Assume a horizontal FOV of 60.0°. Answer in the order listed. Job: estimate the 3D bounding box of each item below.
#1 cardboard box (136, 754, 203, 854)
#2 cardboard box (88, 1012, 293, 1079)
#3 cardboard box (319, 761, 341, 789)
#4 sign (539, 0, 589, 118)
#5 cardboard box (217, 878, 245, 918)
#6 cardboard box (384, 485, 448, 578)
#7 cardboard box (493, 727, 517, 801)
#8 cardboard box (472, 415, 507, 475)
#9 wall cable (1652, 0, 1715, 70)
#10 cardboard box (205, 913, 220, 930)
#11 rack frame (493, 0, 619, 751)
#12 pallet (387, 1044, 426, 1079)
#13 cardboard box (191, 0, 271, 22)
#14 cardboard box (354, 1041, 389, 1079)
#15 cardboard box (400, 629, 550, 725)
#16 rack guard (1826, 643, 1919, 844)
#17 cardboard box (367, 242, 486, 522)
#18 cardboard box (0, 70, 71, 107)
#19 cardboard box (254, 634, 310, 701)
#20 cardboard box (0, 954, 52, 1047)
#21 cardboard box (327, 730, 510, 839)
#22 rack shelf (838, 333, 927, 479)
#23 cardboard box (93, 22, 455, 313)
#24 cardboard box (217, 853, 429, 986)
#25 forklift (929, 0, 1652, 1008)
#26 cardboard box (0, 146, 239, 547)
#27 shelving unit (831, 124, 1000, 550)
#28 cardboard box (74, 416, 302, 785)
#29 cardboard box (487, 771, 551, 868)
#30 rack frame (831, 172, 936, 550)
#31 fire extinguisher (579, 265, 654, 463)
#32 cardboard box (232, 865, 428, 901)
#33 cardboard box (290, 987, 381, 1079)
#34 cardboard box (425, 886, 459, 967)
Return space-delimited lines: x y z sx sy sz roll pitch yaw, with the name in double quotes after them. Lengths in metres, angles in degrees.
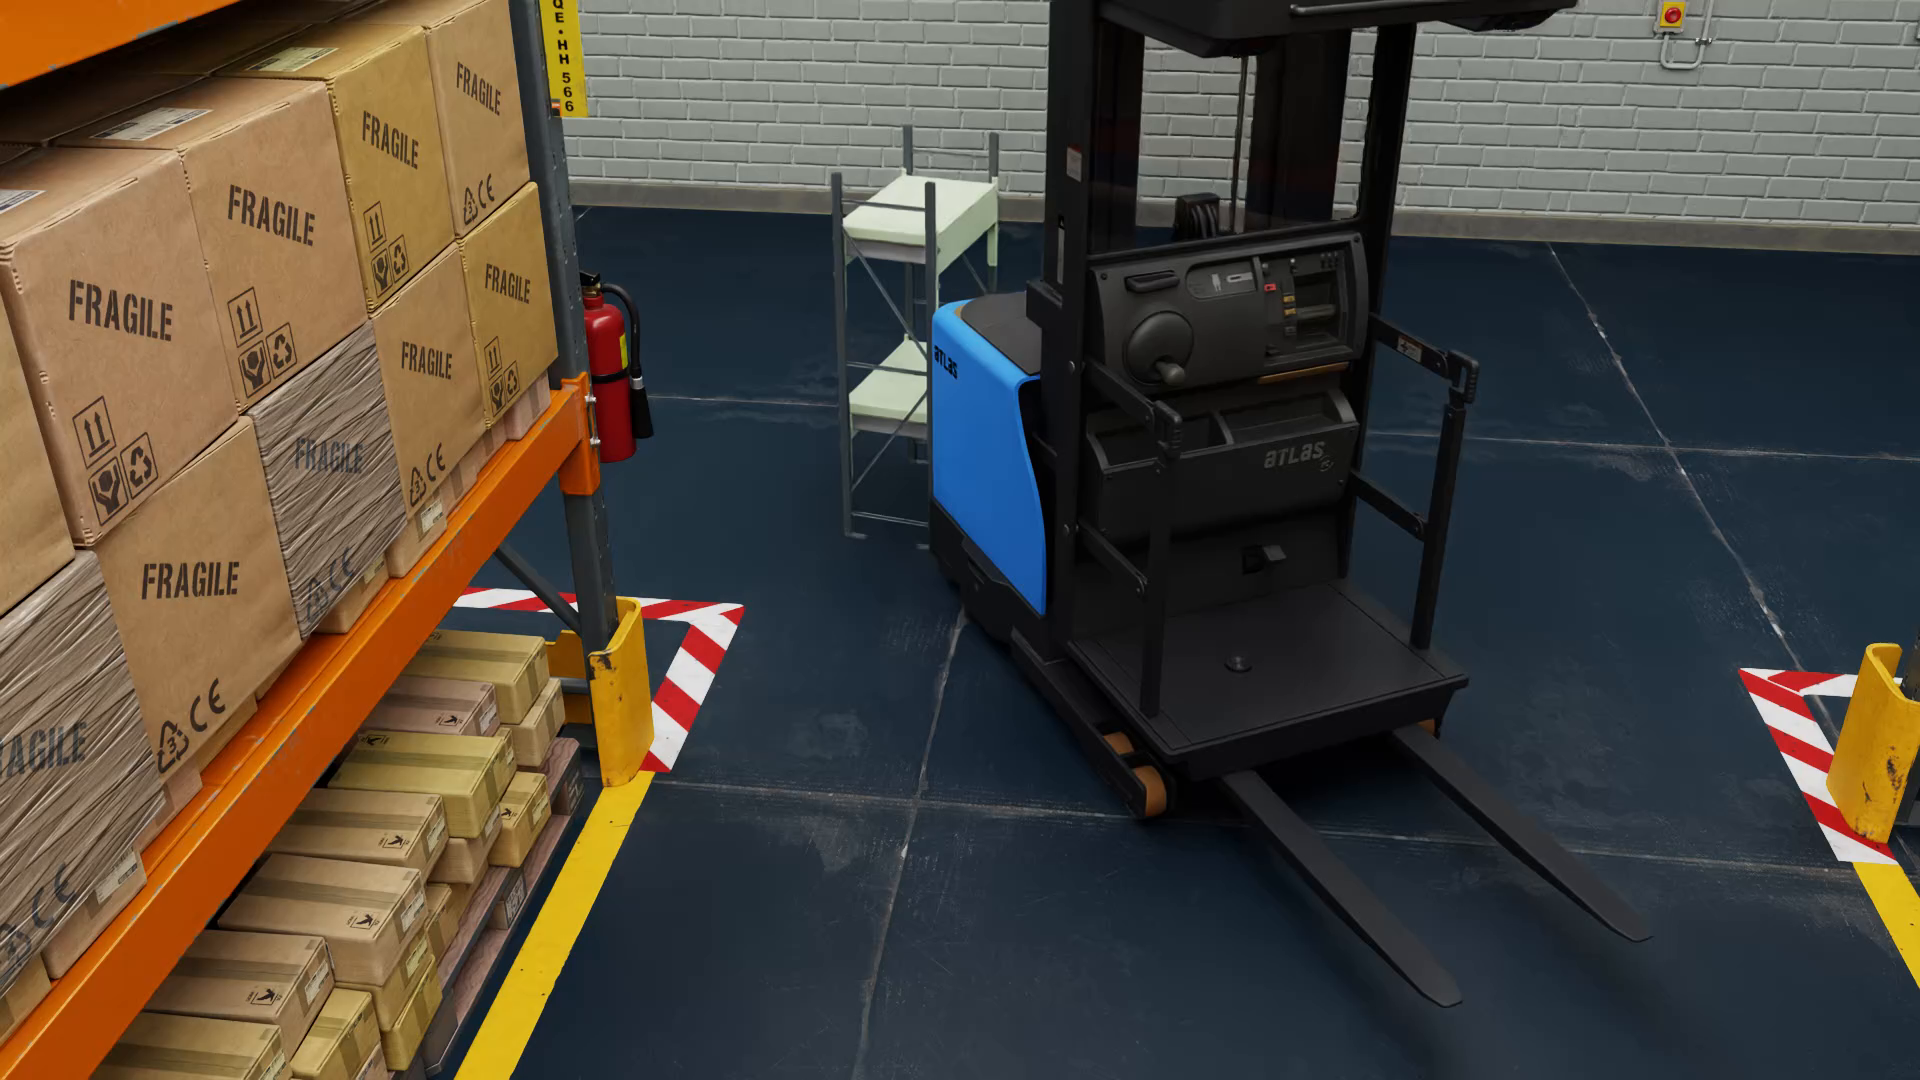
-1.632 0.446 3.024 0.380 0.149 0.250 4 29 8 "cardboard box"
-1.627 1.126 3.434 0.380 0.149 0.250 3 29 6 "cardboard box"
-1.934 0.745 4.767 0.380 0.149 0.250 3 28 6 "cardboard box"
-1.053 -1.288 4.425 0.100 0.325 0.005 3 28 6 "sign"
-2.098 0.976 4.338 0.380 0.149 0.250 4 29 7 "cardboard box"
-1.452 -0.045 3.936 0.380 0.149 0.250 4 29 8 "cardboard box"
-1.468 0.643 4.643 0.380 0.149 0.250 3 28 5 "cardboard box"
-1.428 -0.286 4.383 0.380 0.149 0.250 3 28 6 "cardboard box"
3.991 -3.558 9.087 0.585 1.953 0.123 3 28 6 "wall cable"
-2.029 0.981 4.016 0.380 0.149 0.250 2 28 4 "cardboard box"
-1.601 -0.681 4.852 1.000 3.000 0.127 3 28 6 "rack frame"
-1.897 1.535 3.678 1.003 0.211 1.213 3 28 6 "pallet"
-1.920 -1.100 4.157 0.500 0.500 0.500 3 28 6 "cardboard box"
-1.547 1.263 3.805 0.380 0.149 0.250 4 29 7 "cardboard box"
-1.415 0.391 4.797 0.380 0.149 0.250 4 29 7 "cardboard box"
3.327 0.648 5.020 1.175 0.500 0.348 3 28 6 "rack guard"
-1.469 -0.387 3.888 0.500 0.500 0.500 3 28 5 "cardboard box"
-2.061 -0.619 3.263 0.500 0.500 0.500 3 28 5 "cardboard box"
-1.606 0.201 3.480 0.380 0.149 0.250 2 28 4 "cardboard box"
-1.658 0.701 2.551 0.380 0.149 0.250 4 29 7 "cardboard box"
-1.408 0.635 4.344 0.380 0.149 0.250 3 28 5 "cardboard box"
-0.159 -0.530 6.840 0.431 0.370 0.720 9 30 17 "rack shelf"
-1.473 -0.828 3.651 0.500 0.500 0.500 2 28 4 "cardboard box"
-1.480 0.883 3.884 0.380 0.149 0.250 4 29 8 "cardboard box"
0.921 -0.657 4.879 1.130 2.935 3.031 -11 30 -20 "forklift"
-1.589 -0.333 2.733 0.500 0.500 0.500 2 28 4 "cardboard box"
-0.159 -0.817 6.686 0.431 1.500 0.755 9 30 17 "shelving unit"
-1.593 0.086 3.009 0.500 0.500 0.500 5 29 9 "cardboard box"
-1.390 0.776 4.710 0.380 0.149 0.250 4 29 8 "cardboard box"
-0.280 -0.653 6.381 0.400 1.500 0.023 9 30 17 "rack frame"
-1.112 -0.575 5.129 0.296 0.674 0.183 3 28 6 "fire extinguisher"
-1.580 0.888 4.188 0.380 0.149 0.250 3 28 6 "cardboard box"
-1.545 1.132 3.736 0.380 0.149 0.250 5 29 9 "cardboard box"
-1.525 1.012 4.271 0.380 0.149 0.250 4 29 7 "cardboard box"
